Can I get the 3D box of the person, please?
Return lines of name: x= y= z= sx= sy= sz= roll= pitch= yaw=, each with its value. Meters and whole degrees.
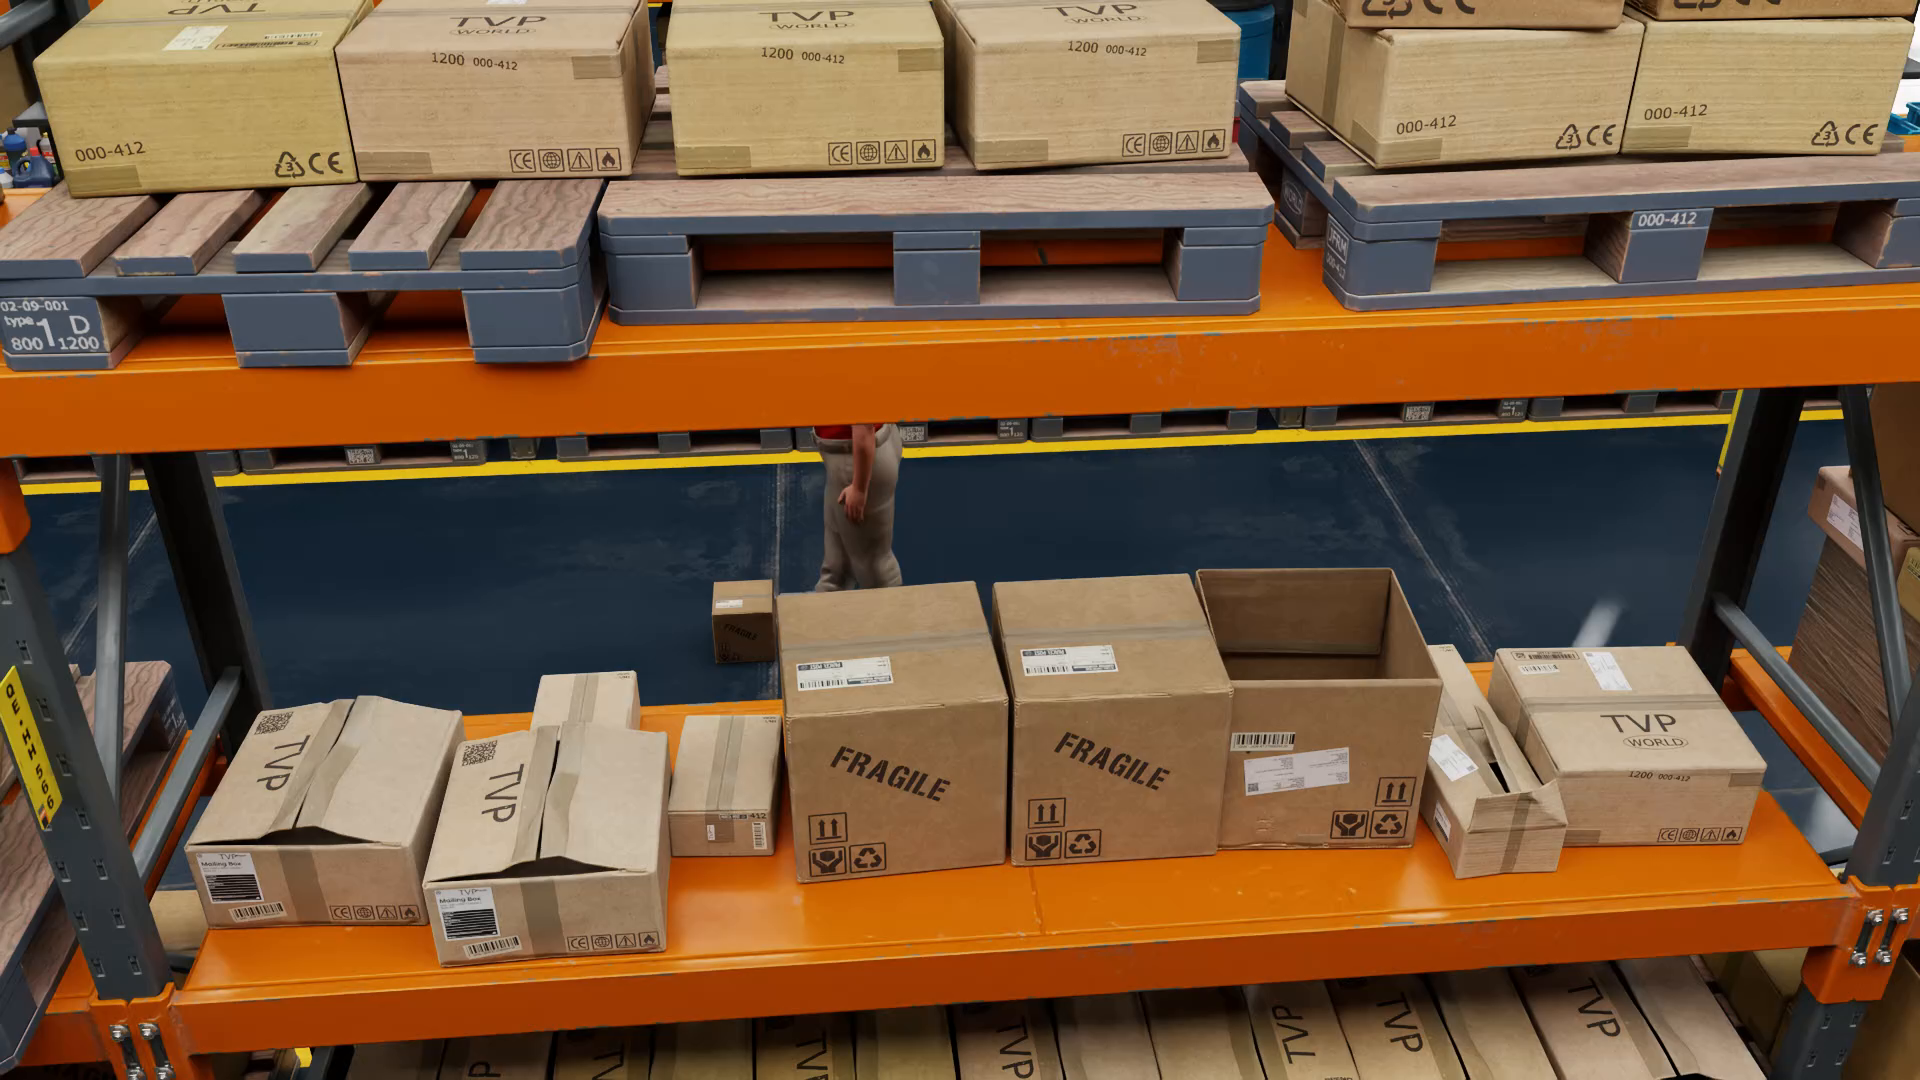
person: x=-0.508 y=-0.330 z=6.691 sx=0.620 sy=1.719 sz=0.541 roll=3 pitch=31 yaw=4
